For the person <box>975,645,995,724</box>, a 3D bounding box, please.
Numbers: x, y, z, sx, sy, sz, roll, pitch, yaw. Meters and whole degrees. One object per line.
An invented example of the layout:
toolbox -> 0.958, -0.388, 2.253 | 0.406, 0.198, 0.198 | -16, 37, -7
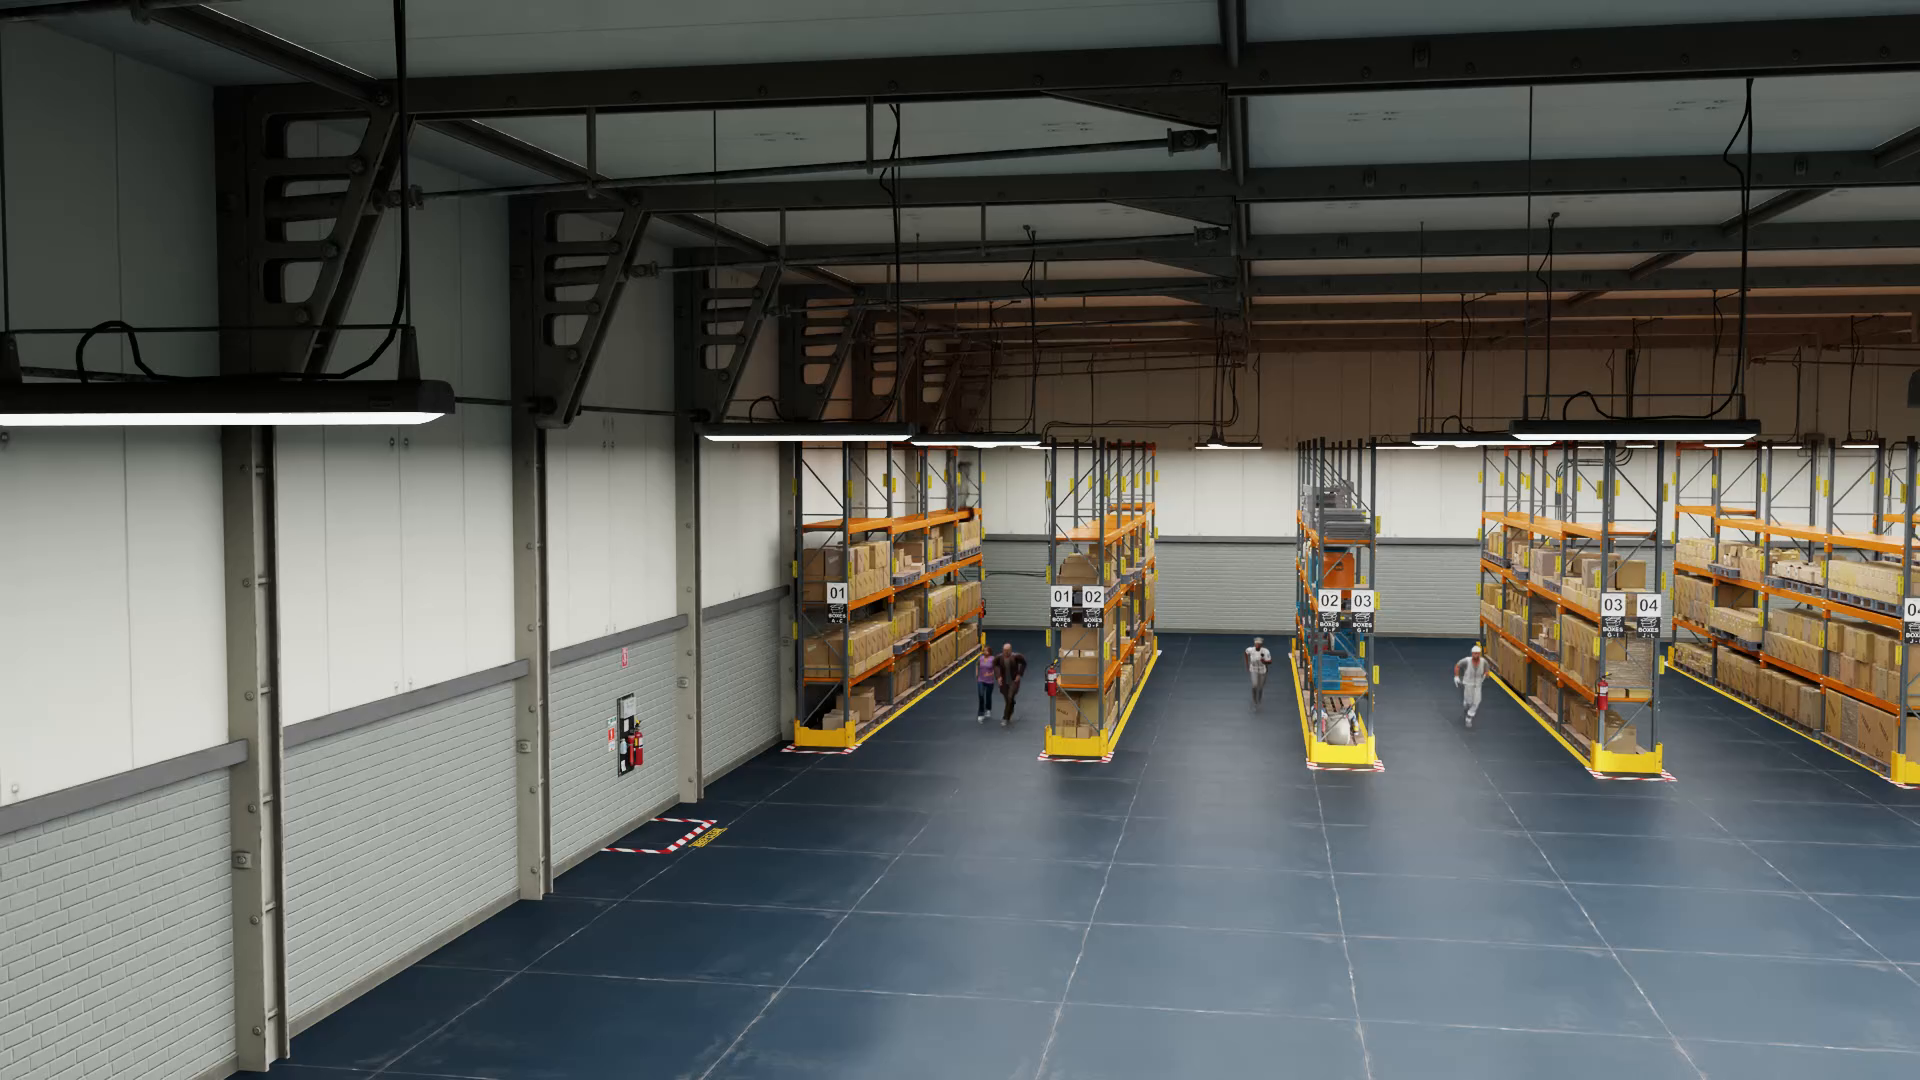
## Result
person -> 0.576, 3.045, 35.382 | 0.541, 1.626, 0.812 | 1, 3, 9

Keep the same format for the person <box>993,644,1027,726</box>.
person -> 1.072, 3.026, 35.229 | 0.725, 1.736, 1.000 | 1, 3, 10

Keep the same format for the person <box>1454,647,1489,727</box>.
person -> 10.674, 3.048, 34.629 | 0.652, 1.707, 0.744 | 0, 3, -2

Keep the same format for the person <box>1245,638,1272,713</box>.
person -> 6.593, 2.957, 36.784 | 0.569, 1.667, 0.906 | 0, 3, 6
